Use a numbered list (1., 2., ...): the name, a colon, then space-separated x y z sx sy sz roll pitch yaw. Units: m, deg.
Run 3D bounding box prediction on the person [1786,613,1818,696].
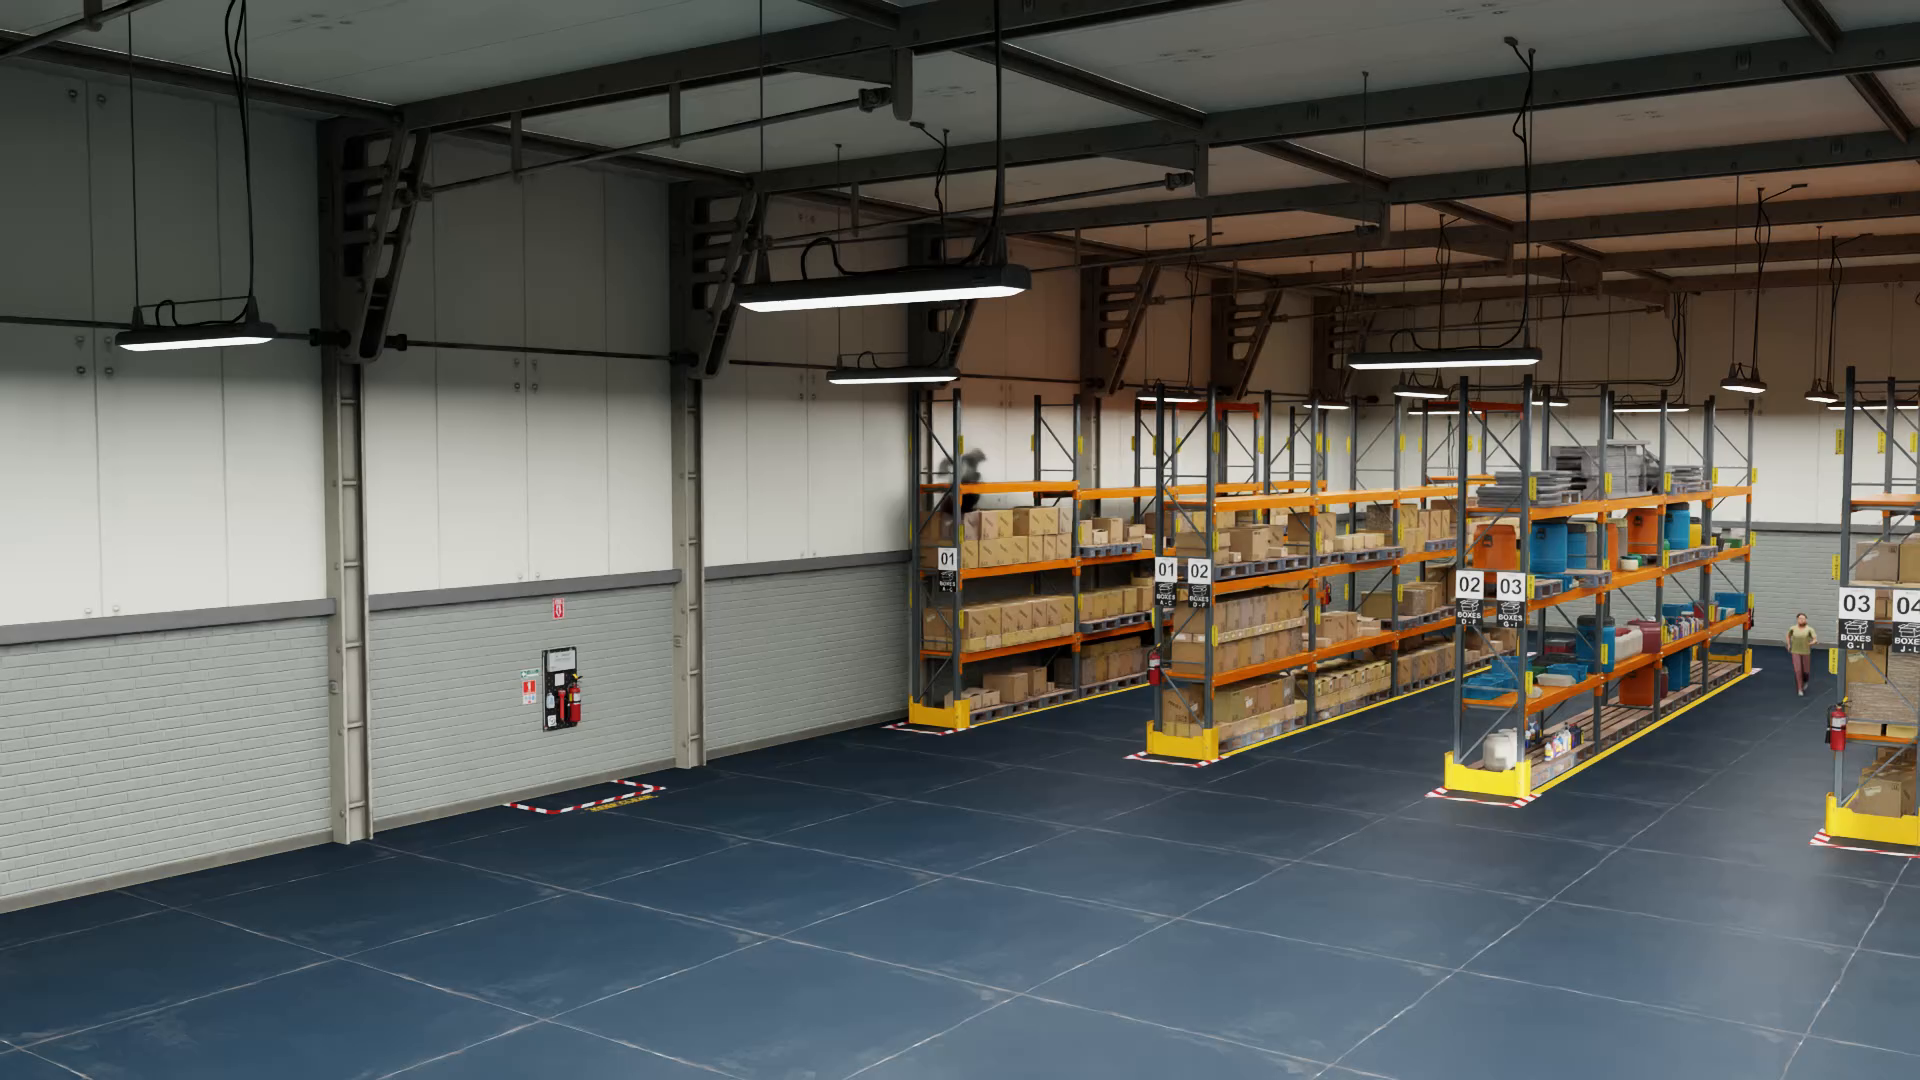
1. person: 16.848 2.277 33.303 0.581 1.639 0.780 2 4 30
